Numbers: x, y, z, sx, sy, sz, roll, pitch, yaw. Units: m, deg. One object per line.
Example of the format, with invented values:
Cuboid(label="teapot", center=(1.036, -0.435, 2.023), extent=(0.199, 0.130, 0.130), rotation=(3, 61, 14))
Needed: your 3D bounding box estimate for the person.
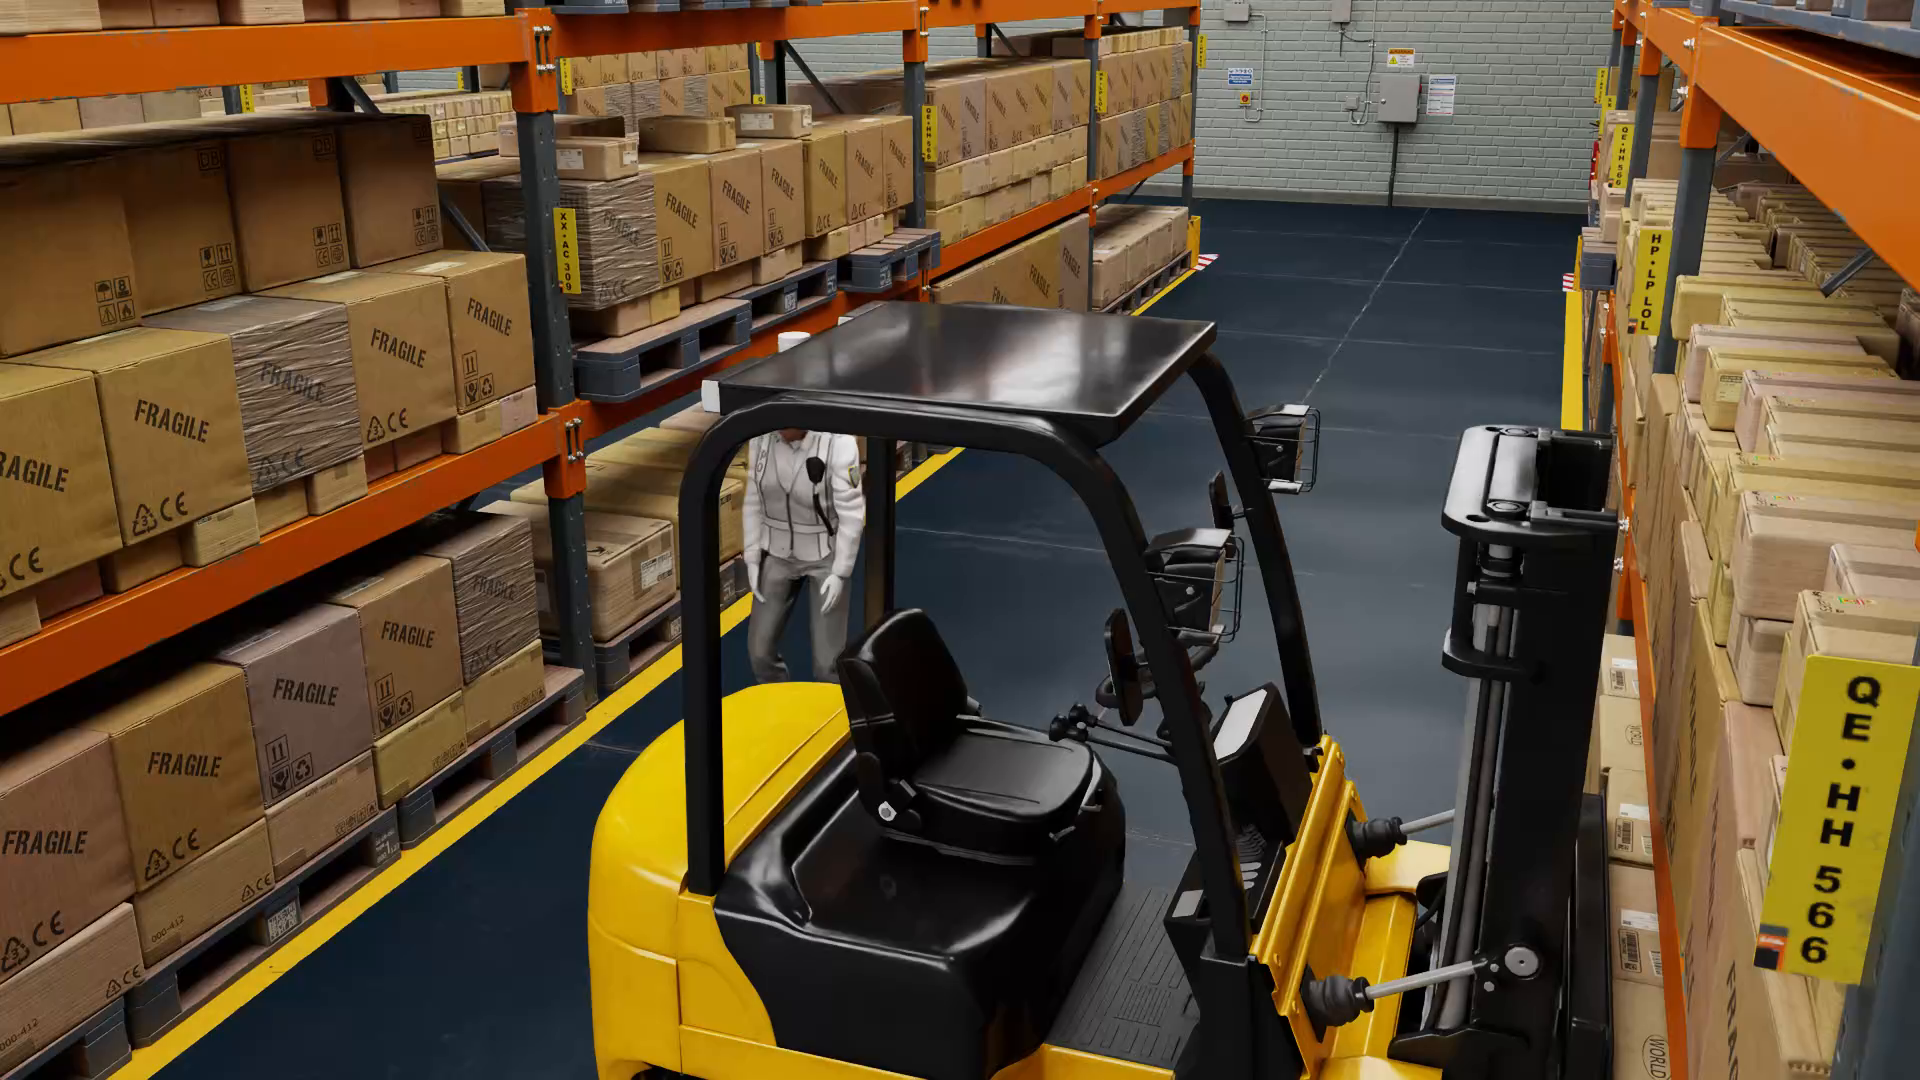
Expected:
Cuboid(label="person", center=(-0.598, 0.104, 6.369), extent=(0.508, 1.604, 0.481), rotation=(7, 20, 20))
